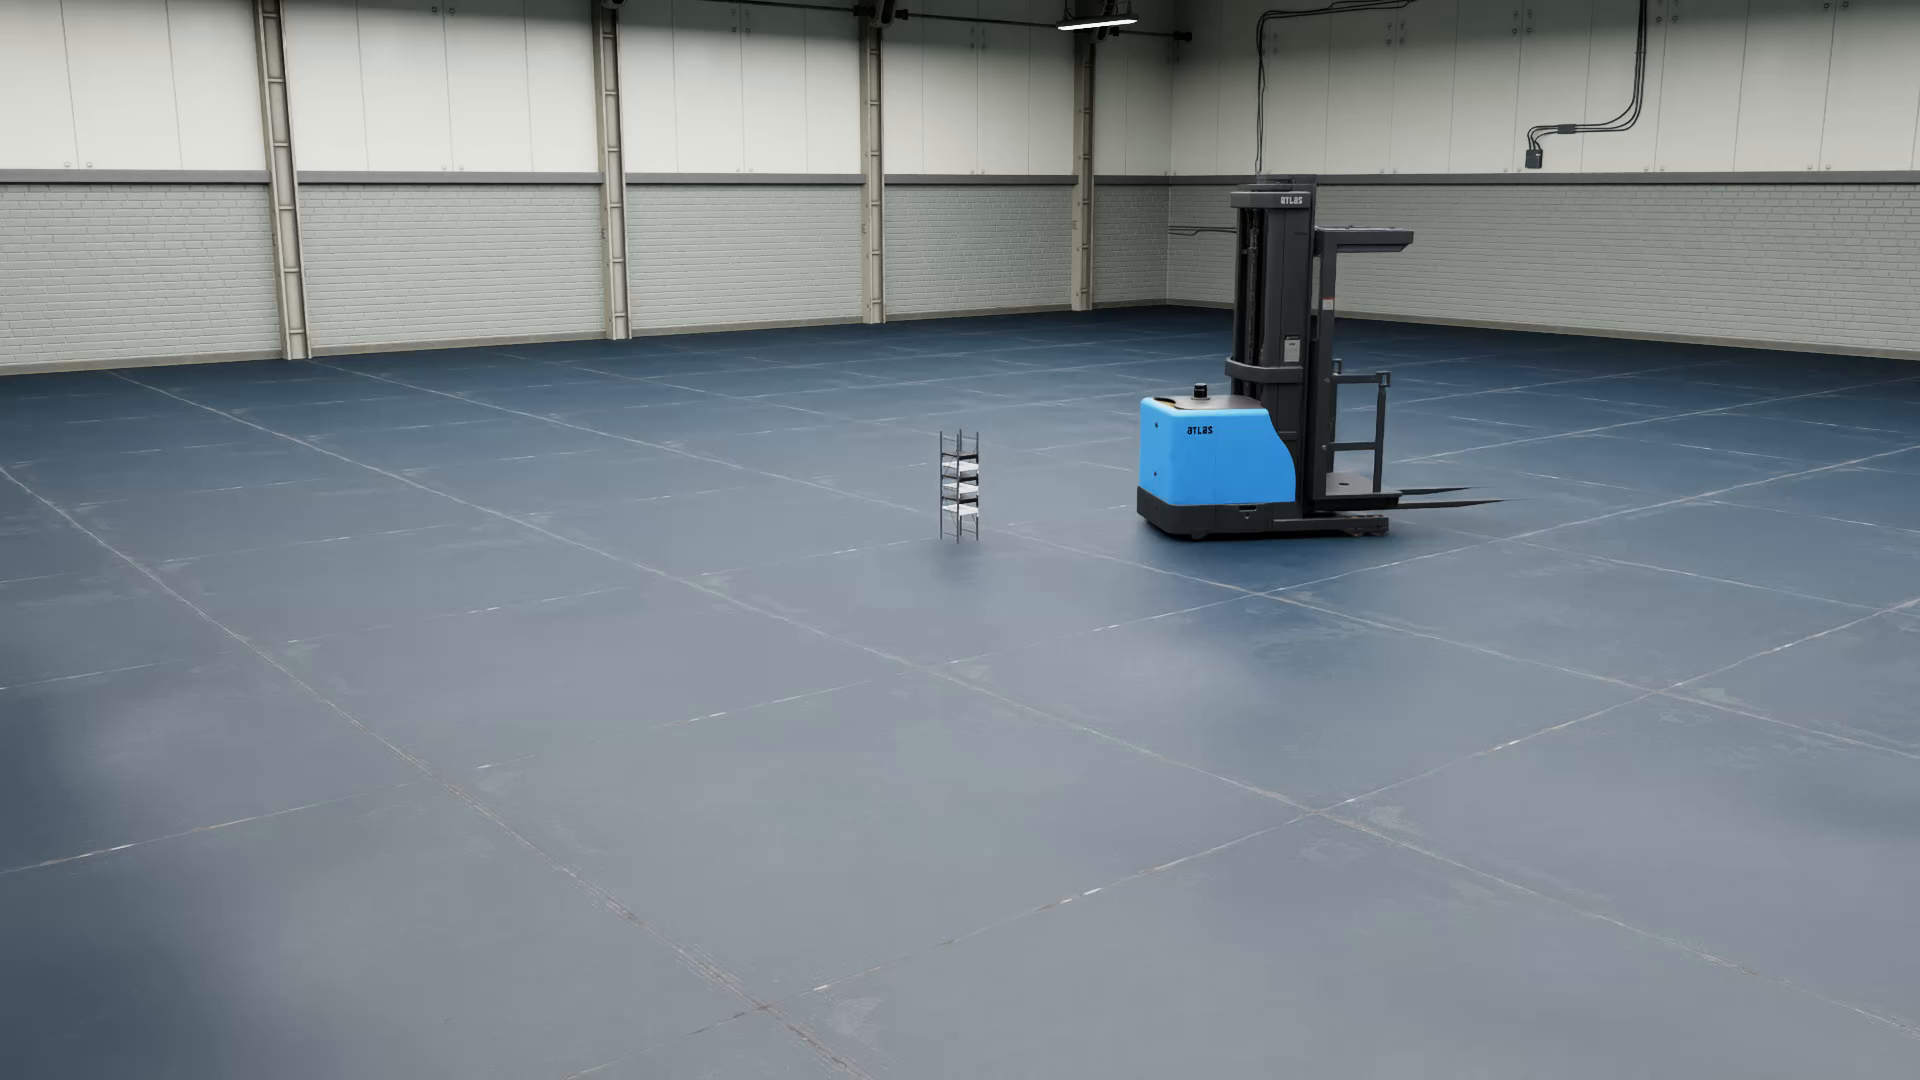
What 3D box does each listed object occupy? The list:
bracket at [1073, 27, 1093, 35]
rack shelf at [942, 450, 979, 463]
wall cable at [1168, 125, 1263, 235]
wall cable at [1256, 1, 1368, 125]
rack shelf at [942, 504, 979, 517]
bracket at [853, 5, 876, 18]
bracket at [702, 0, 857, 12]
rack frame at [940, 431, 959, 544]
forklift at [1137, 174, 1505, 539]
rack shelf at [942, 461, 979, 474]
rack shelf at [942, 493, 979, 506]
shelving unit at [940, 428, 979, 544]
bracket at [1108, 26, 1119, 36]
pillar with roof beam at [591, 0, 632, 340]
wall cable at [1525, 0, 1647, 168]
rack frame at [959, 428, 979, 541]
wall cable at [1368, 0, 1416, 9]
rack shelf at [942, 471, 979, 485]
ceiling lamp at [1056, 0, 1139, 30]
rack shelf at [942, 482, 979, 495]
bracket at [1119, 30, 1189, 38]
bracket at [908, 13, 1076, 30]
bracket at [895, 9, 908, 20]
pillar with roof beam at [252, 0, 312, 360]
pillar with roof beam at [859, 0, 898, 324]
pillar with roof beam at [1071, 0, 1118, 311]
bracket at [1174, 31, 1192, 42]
[{"bbox_3d":[2.751,-11.459,37.262,0.430,0.232,0.235,-9,15,-38],"label":"bracket"},{"bbox_3d":[-0.006,-0.671,13.481,0.200,0.077,0.258,-9,15,-38],"label":"rack shelf"},{"bbox_3d":[5.980,-8.458,39.274,0.112,2.526,3.097,-9,15,-38],"label":"wall cable"},{"bbox_3d":[7.670,-10.490,36.683,0.112,2.526,3.097,-9,15,-38],"label":"wall cable"},{"bbox_3d":[-0.006,-0.230,13.575,0.200,0.077,0.258,-9,15,-38],"label":"rack shelf"},{"bbox_3d":[-1.934,-10.680,33.596,0.430,0.232,0.235,-9,15,-38],"label":"bracket"},{"bbox_3d":[-3.946,-10.346,32.021,4.783,0.066,0.076,-9,15,-38],"label":"bracket"},{"bbox_3d":[-0.086,-0.426,13.468,0.006,0.900,0.240,-9,15,-38],"label":"rack frame"},{"bbox_3d":[3.098,-1.567,13.953,3.031,2.935,1.130,-2,12,-10],"label":"forklift"},{"bbox_3d":[-0.006,-0.583,13.500,0.200,0.077,0.258,-9,15,-38],"label":"rack shelf"},{"bbox_3d":[-0.006,-0.318,13.556,0.200,0.077,0.258,-9,15,-38],"label":"rack shelf"},{"bbox_3d":[-0.006,-0.439,13.530,0.210,0.900,0.258,-9,15,-38],"label":"shelving unit"},{"bbox_3d":[3.399,-11.567,37.770,0.430,0.232,0.235,-9,15,-38],"label":"bracket"},{"bbox_3d":[-3.828,-7.554,27.540,0.548,9.000,9.100,-9,15,-38],"label":"pillar with roof beam"},{"bbox_3d":[11.898,-10.099,31.337,0.169,6.003,2.305,-9,15,-38],"label":"wall cable"},{"bbox_3d":[0.073,-0.452,13.592,0.006,0.900,0.240,-9,15,-38],"label":"rack frame"},{"bbox_3d":[9.603,-12.213,33.847,0.112,2.526,3.097,-9,15,-38],"label":"wall cable"},{"bbox_3d":[-0.006,-0.495,13.519,0.200,0.077,0.258,-9,15,-38],"label":"rack shelf"},{"bbox_3d":[2.803,-11.393,31.566,0.800,3.185,2.000,-9,15,-38],"label":"ceiling lamp"},{"bbox_3d":[-0.006,-0.407,13.537,0.200,0.077,0.258,-9,15,-38],"label":"rack shelf"},{"bbox_3d":[4.789,-11.797,38.857,3.189,0.066,0.076,-9,15,-38],"label":"bracket"},{"bbox_3d":[0.739,-11.125,35.688,4.783,0.066,0.076,-9,15,-38],"label":"bracket"},{"bbox_3d":[-1.286,-10.788,34.103,0.430,0.232,0.235,-9,15,-38],"label":"bracket"},{"bbox_3d":[-8.513,-6.776,23.873,0.400,9.000,9.100,-9,15,-38],"label":"pillar with roof beam"},{"bbox_3d":[0.857,-8.333,31.206,0.548,9.000,9.100,-9,15,-38],"label":"pillar with roof beam"},{"bbox_3d":[5.543,-9.111,34.873,0.548,9.000,9.100,-9,15,-38],"label":"pillar with roof beam"},{"bbox_3d":[5.250,-11.874,39.218,0.430,0.232,0.235,-9,15,-38],"label":"bracket"}]
